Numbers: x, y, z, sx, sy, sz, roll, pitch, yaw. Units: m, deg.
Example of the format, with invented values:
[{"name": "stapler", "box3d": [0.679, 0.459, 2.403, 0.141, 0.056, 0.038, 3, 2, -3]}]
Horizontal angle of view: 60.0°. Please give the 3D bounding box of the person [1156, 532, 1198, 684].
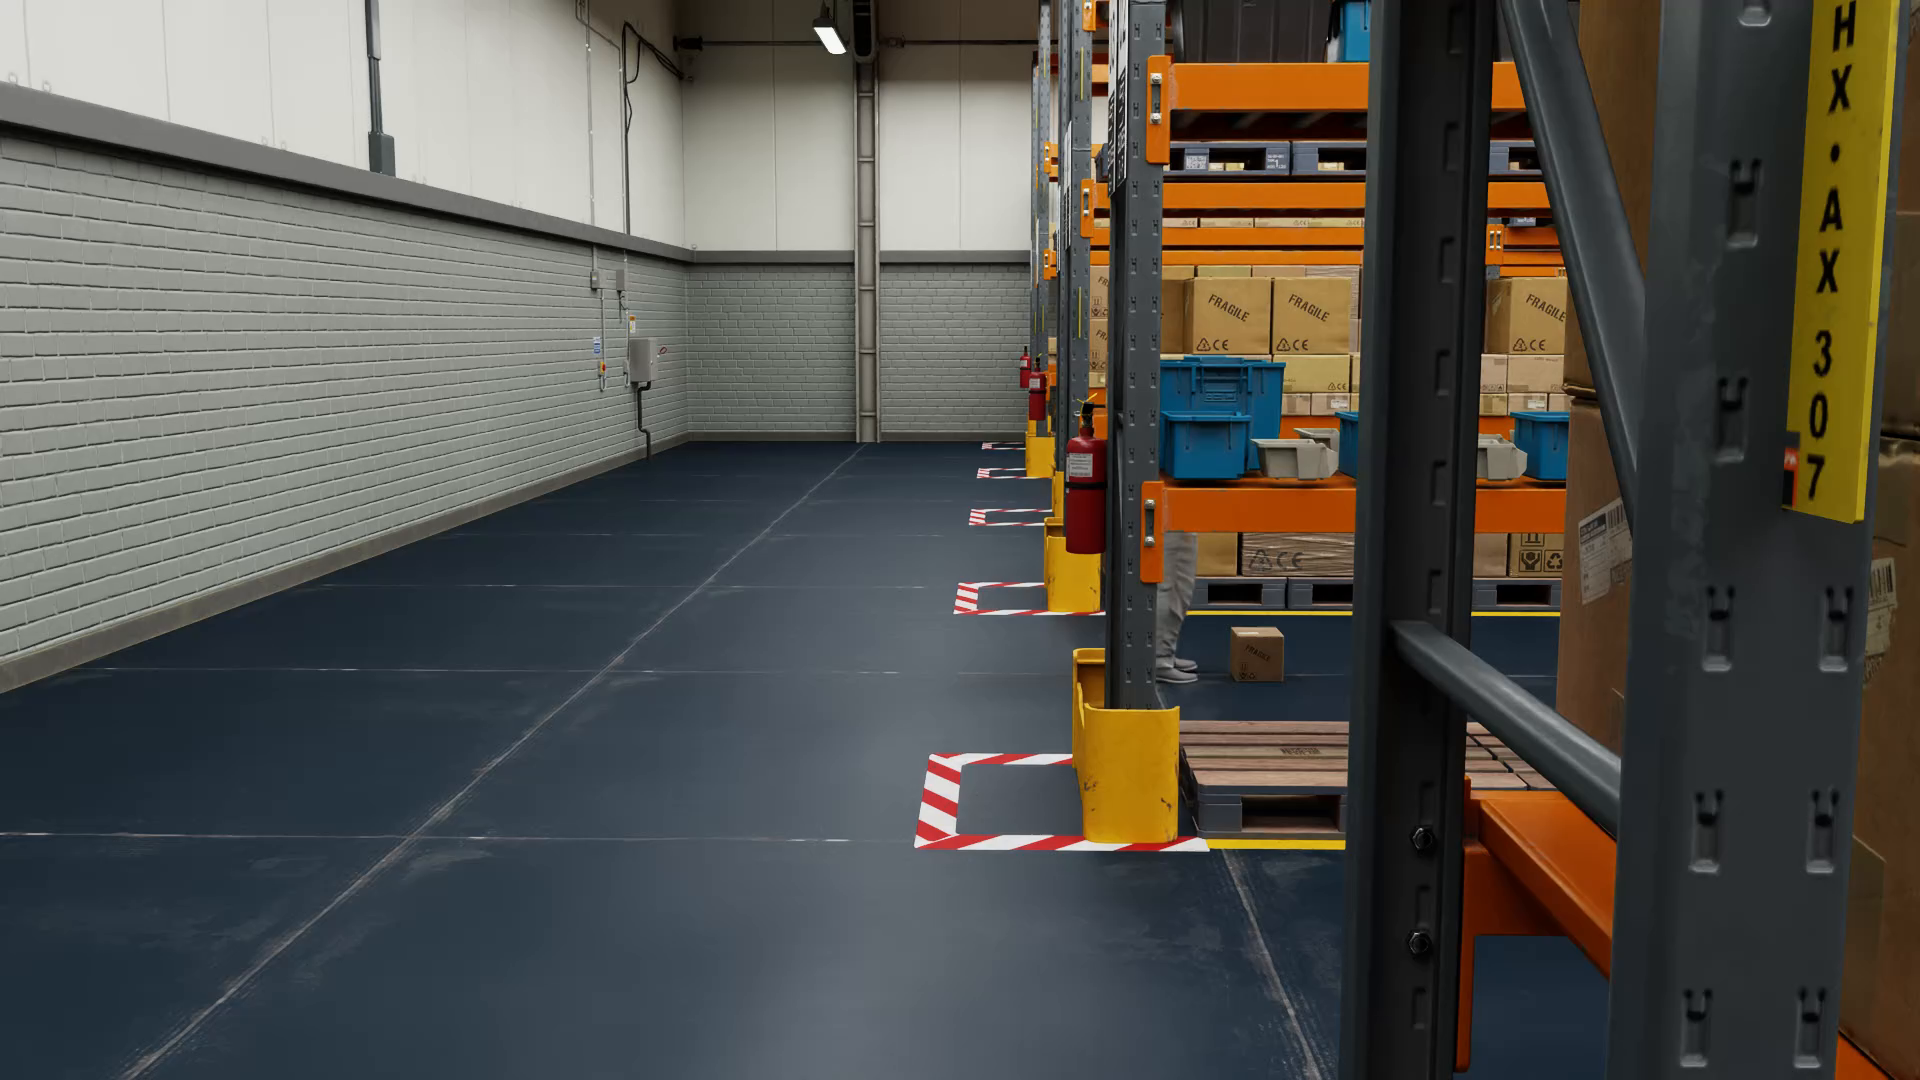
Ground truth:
[{"name": "person", "box3d": [1.145, -0.079, 8.933, 0.390, 1.665, 0.467, 0, 7, 3]}]
